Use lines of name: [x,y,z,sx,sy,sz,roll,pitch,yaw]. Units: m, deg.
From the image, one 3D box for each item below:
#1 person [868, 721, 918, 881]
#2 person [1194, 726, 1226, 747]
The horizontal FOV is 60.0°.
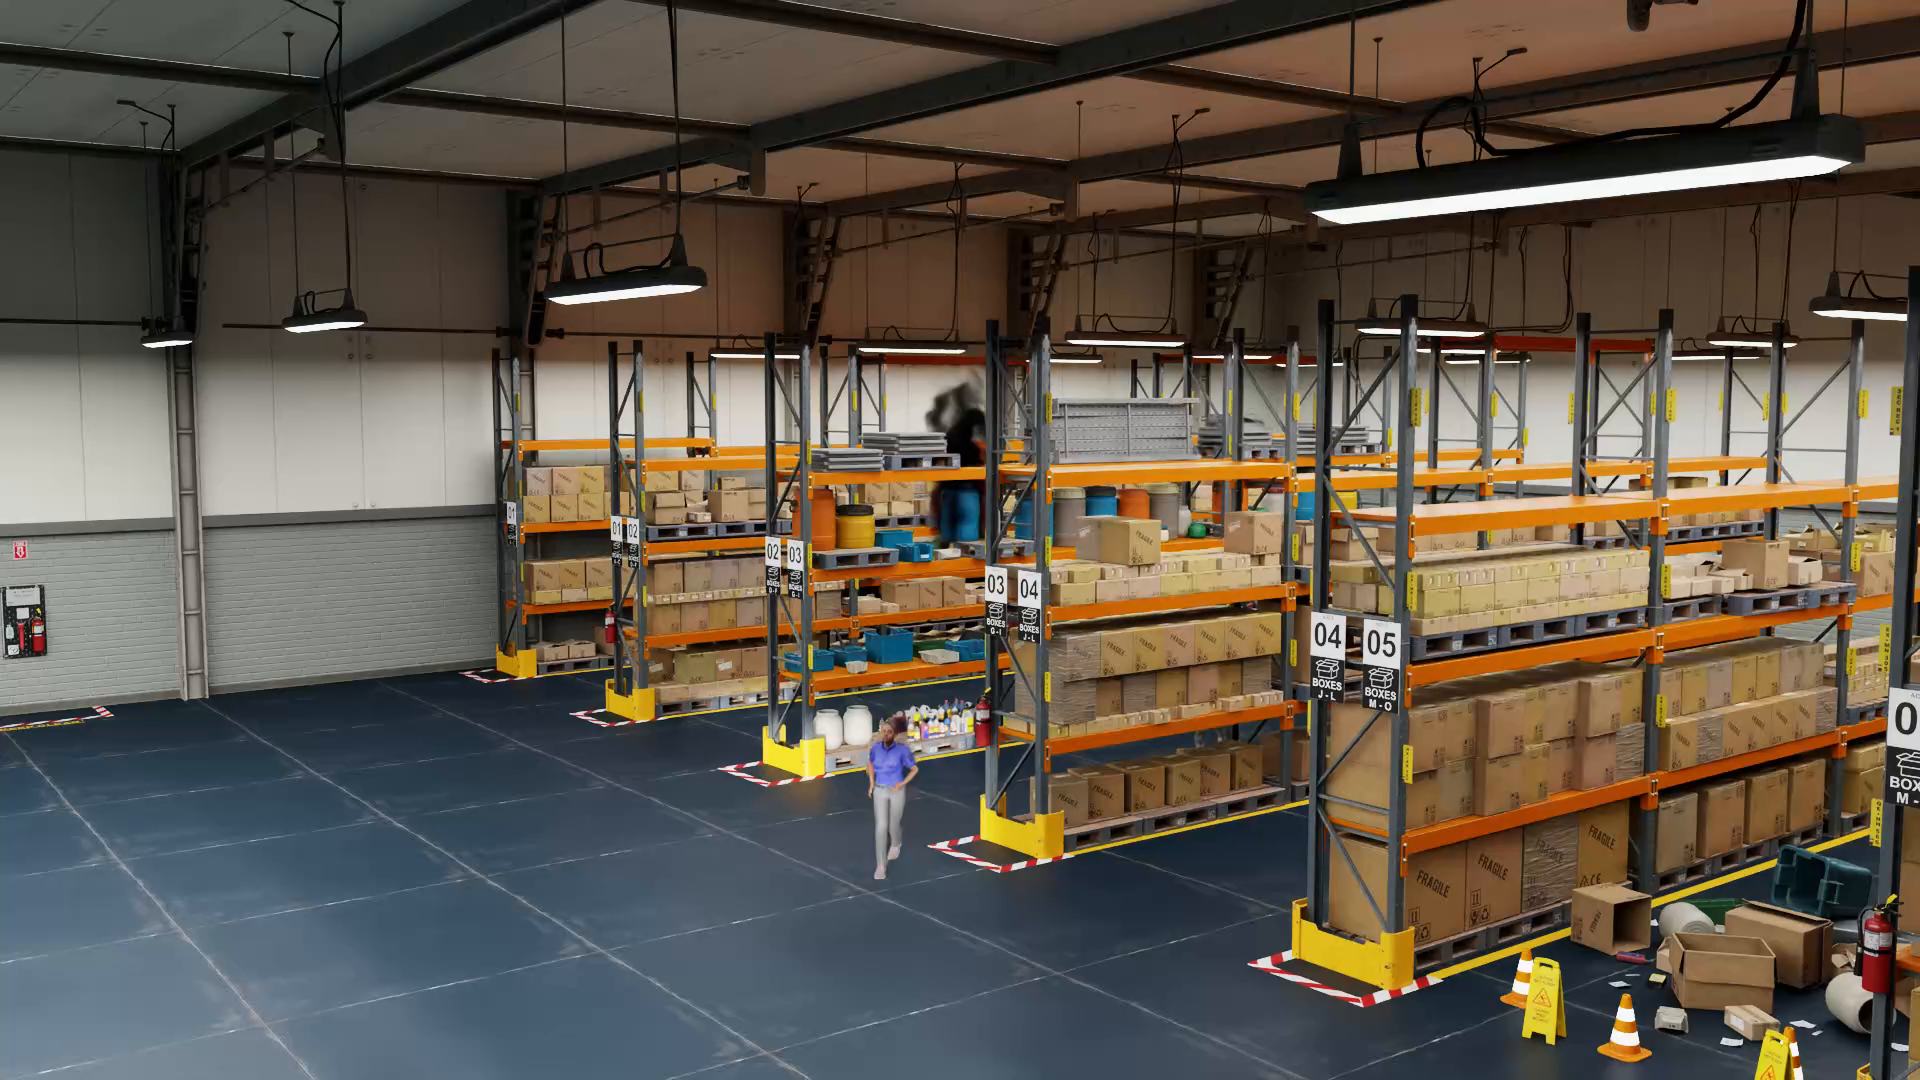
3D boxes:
person: [-0.731,2.763,17.969,0.577,1.642,0.835,1,5,8]
person: [3.588,2.256,23.974,0.501,1.642,0.802,4,6,37]
